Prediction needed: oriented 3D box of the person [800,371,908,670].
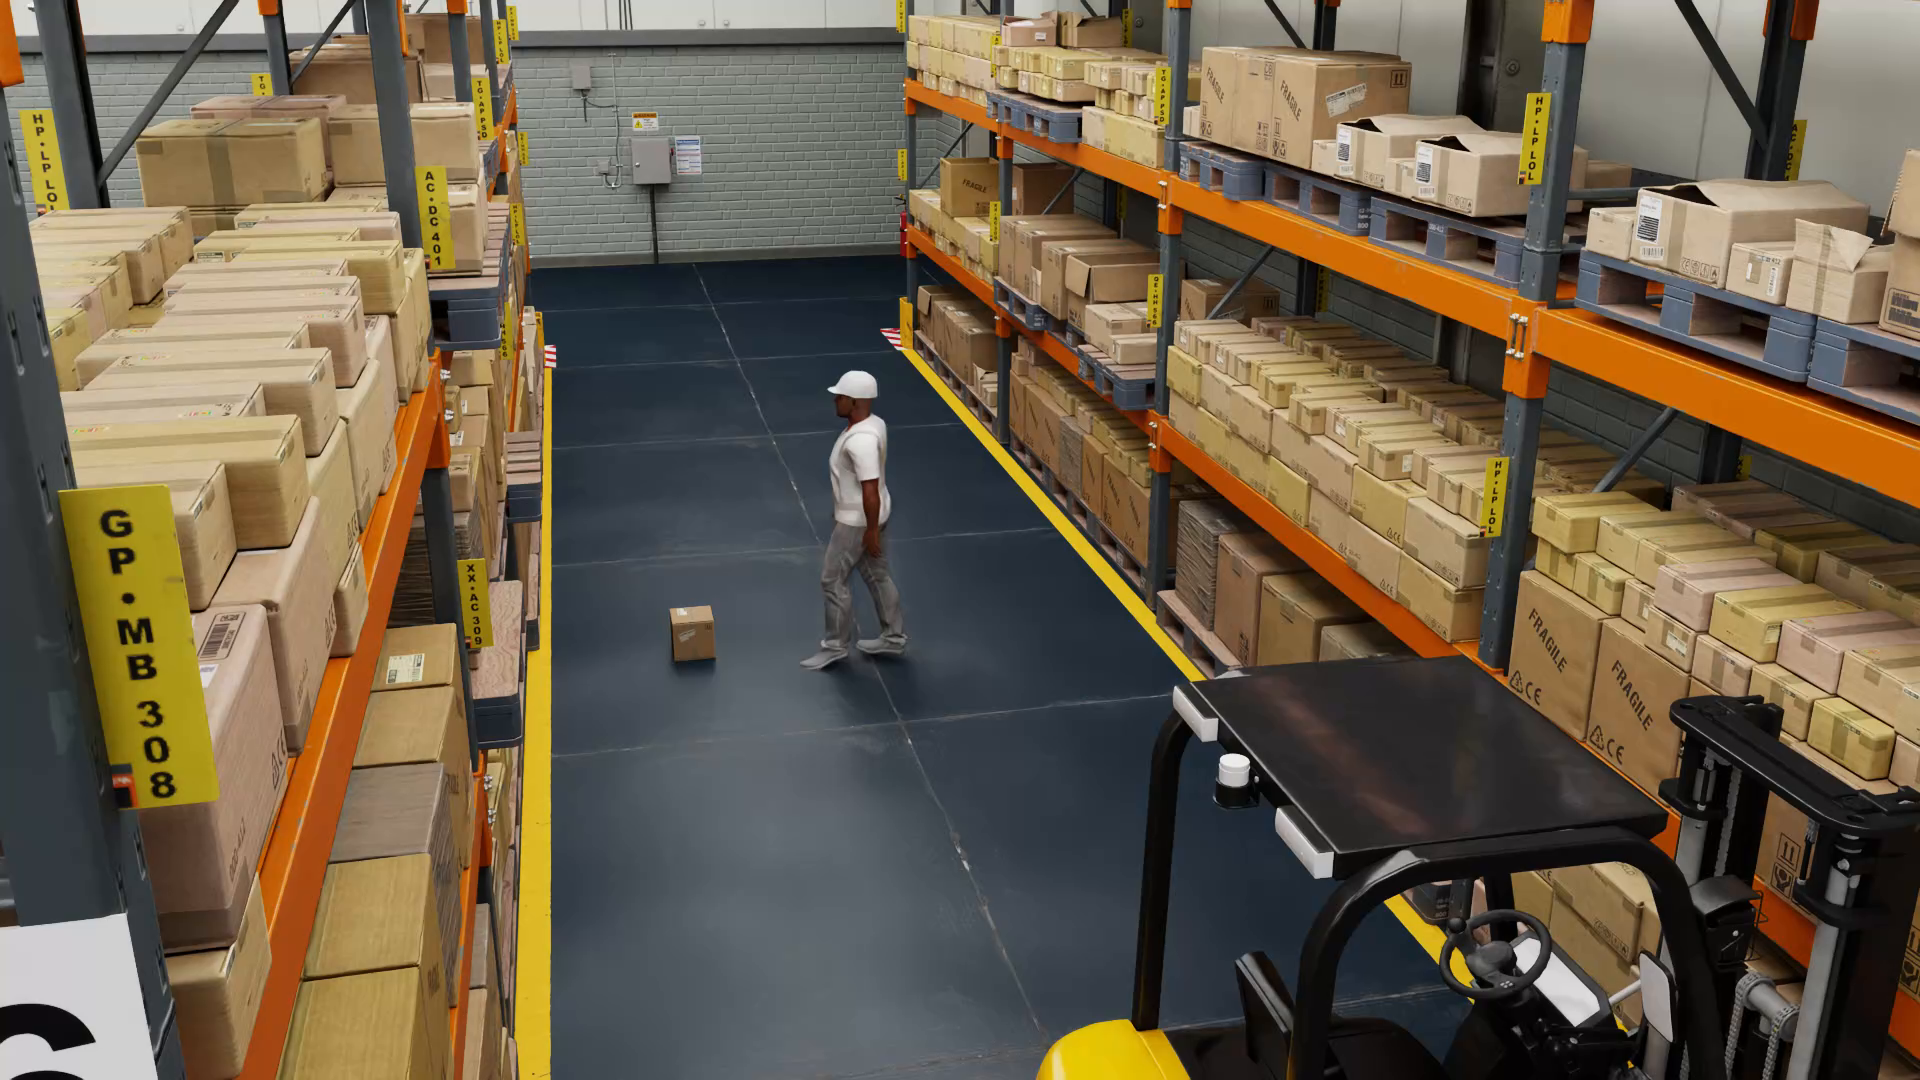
[{"bbox_3d":[-0.624,-0.125,9.875,0.631,1.793,0.578,3,20,8],"label":"person"}]
